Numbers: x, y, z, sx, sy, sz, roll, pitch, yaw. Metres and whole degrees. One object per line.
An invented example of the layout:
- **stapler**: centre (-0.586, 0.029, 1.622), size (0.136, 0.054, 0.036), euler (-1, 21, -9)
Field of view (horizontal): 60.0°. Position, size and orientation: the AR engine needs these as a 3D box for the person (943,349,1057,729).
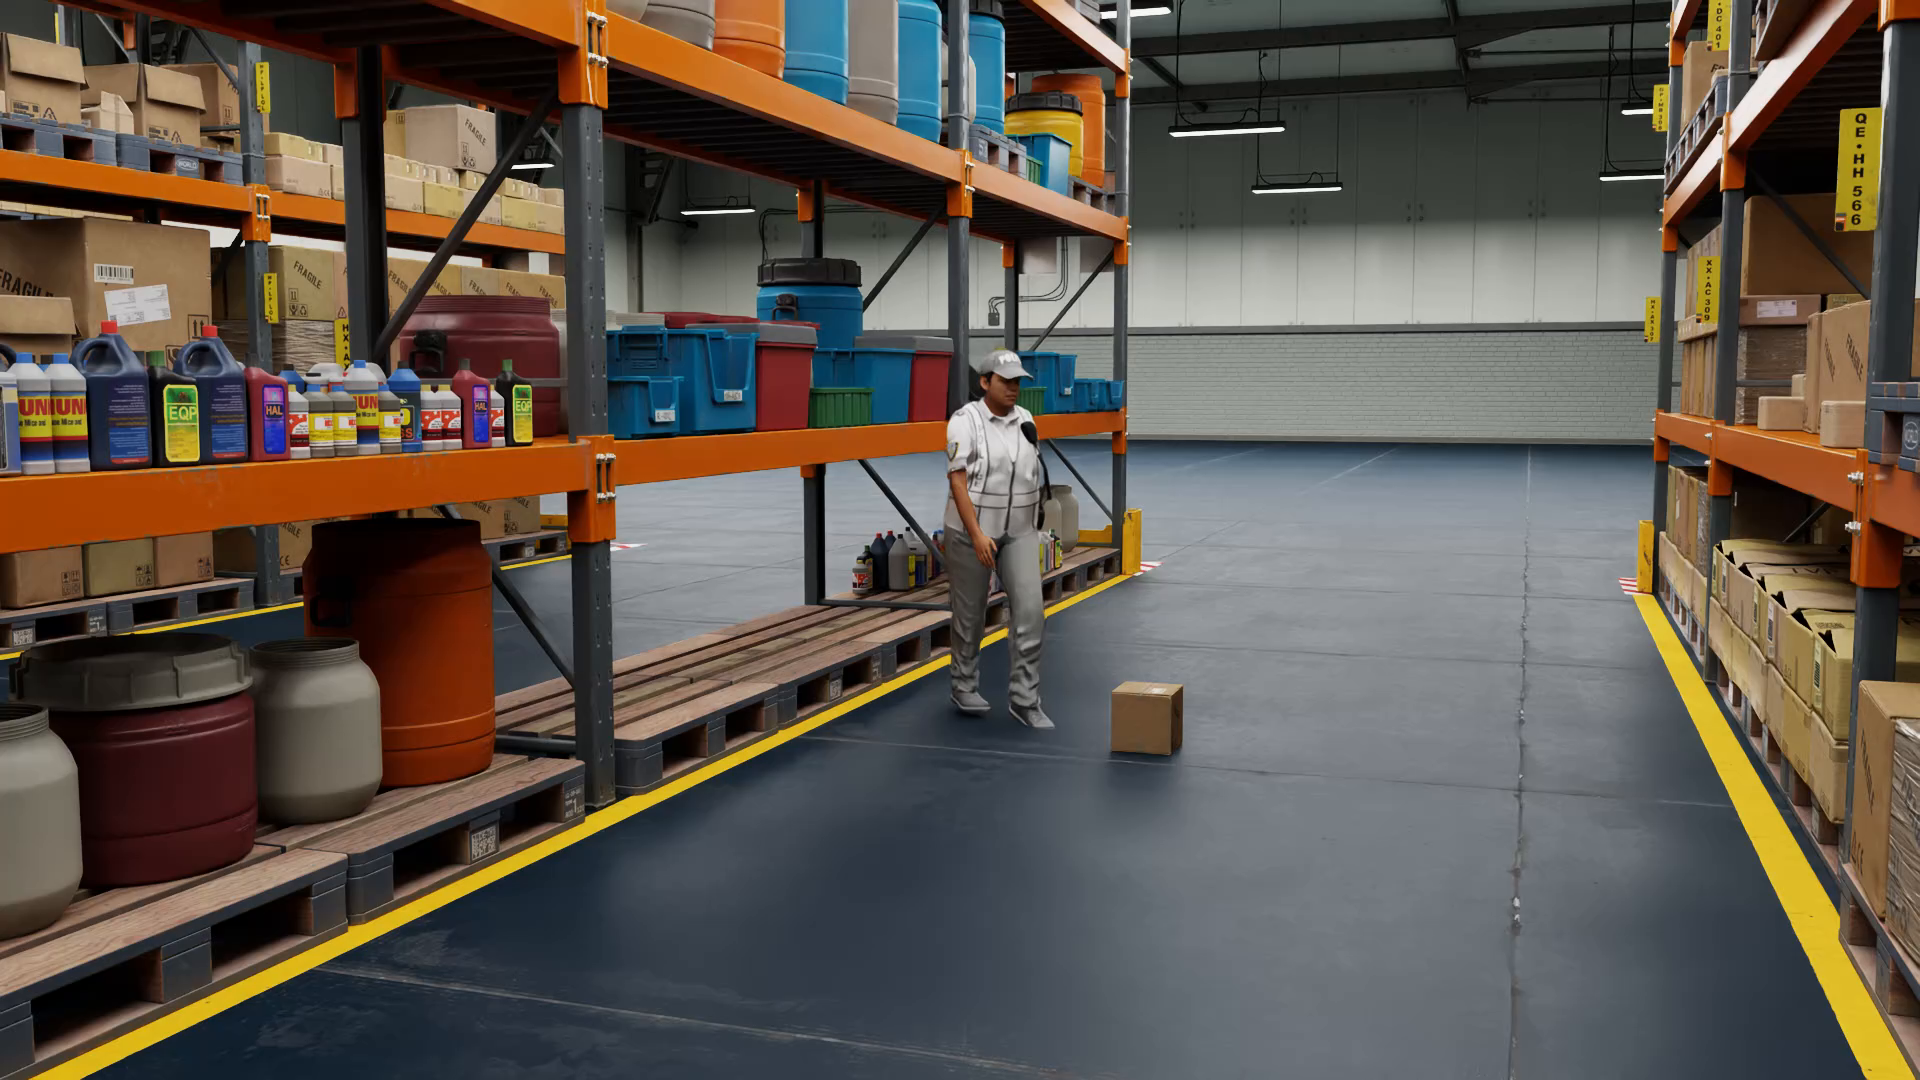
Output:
- **person**: centre (0.151, 0.011, 7.421), size (0.487, 1.710, 0.635), euler (-2, 6, -21)
